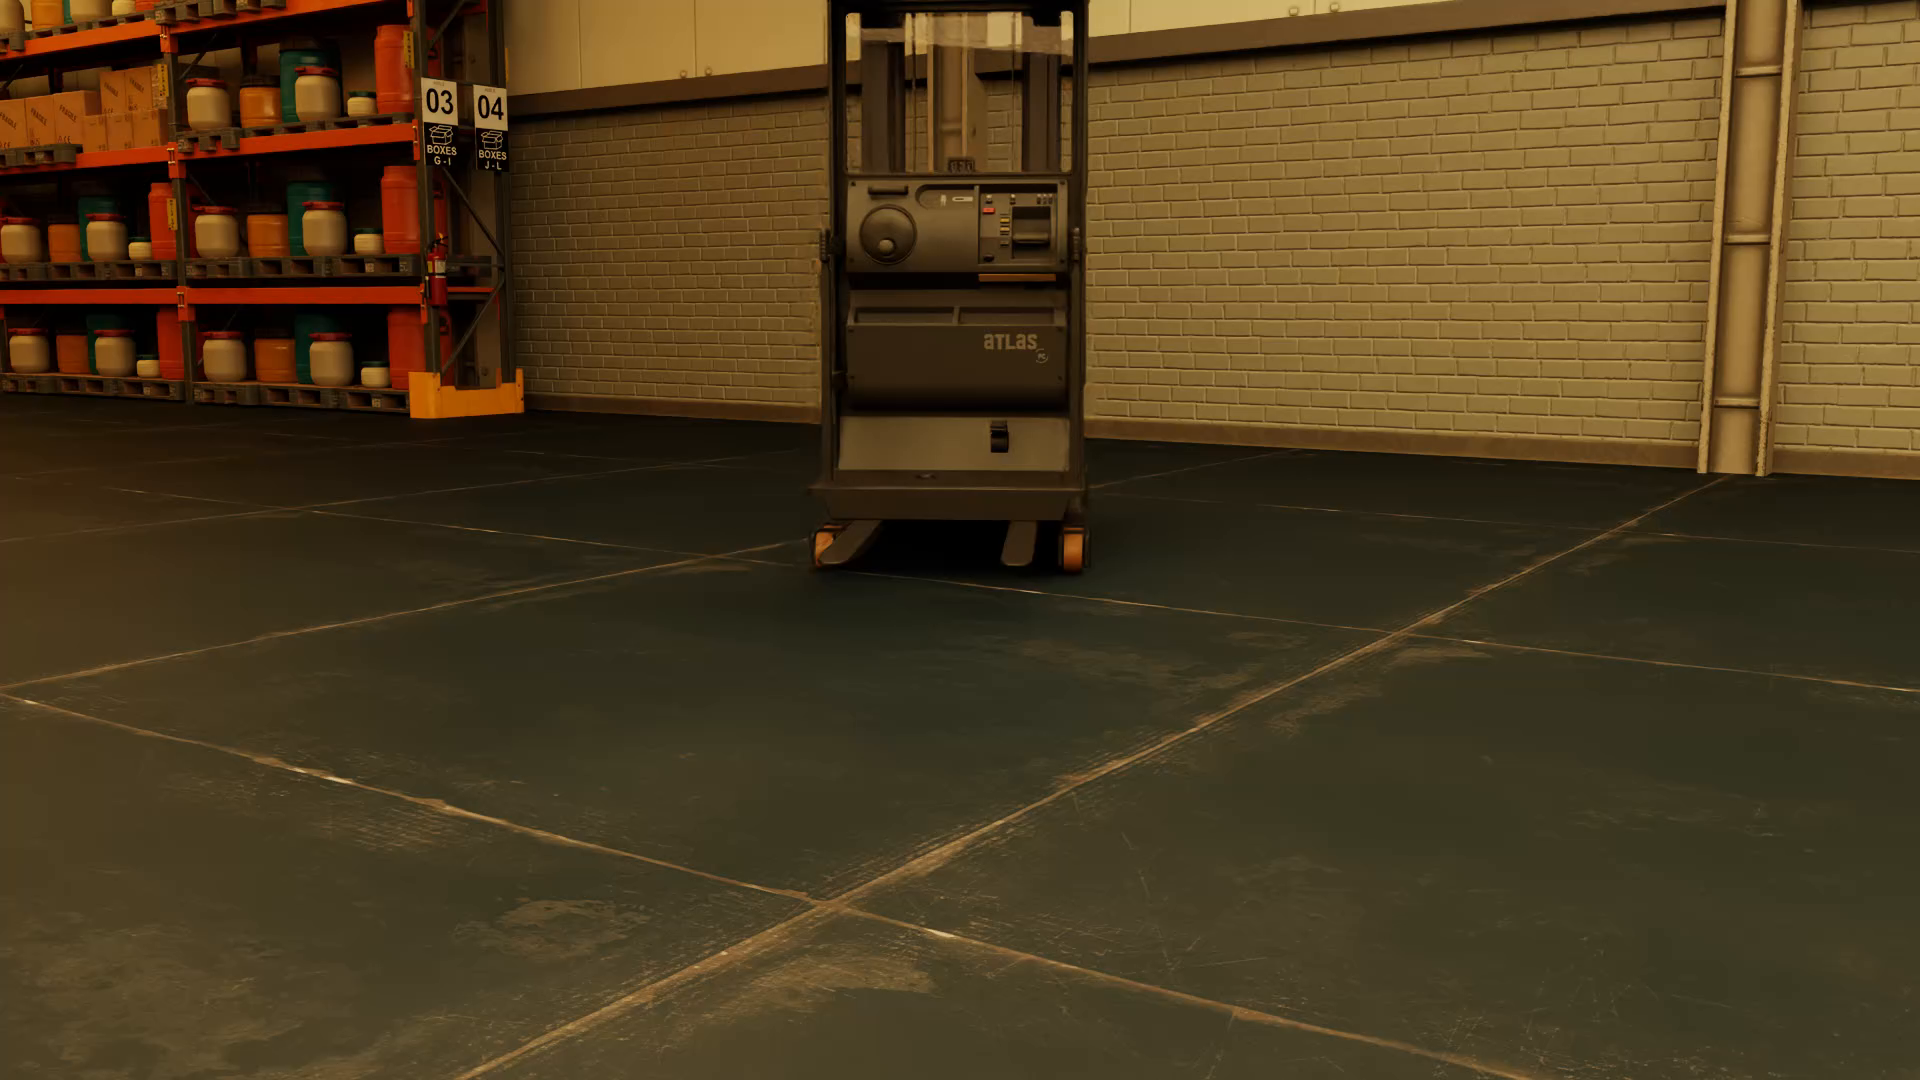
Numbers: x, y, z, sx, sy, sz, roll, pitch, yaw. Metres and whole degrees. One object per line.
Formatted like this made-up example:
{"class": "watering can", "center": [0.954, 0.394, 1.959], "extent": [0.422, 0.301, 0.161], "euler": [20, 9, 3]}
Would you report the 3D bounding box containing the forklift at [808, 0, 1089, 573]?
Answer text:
{"class": "forklift", "center": [-0.024, -1.364, 6.786], "extent": [1.130, 2.935, 3.031], "euler": [1, 8, 4]}
